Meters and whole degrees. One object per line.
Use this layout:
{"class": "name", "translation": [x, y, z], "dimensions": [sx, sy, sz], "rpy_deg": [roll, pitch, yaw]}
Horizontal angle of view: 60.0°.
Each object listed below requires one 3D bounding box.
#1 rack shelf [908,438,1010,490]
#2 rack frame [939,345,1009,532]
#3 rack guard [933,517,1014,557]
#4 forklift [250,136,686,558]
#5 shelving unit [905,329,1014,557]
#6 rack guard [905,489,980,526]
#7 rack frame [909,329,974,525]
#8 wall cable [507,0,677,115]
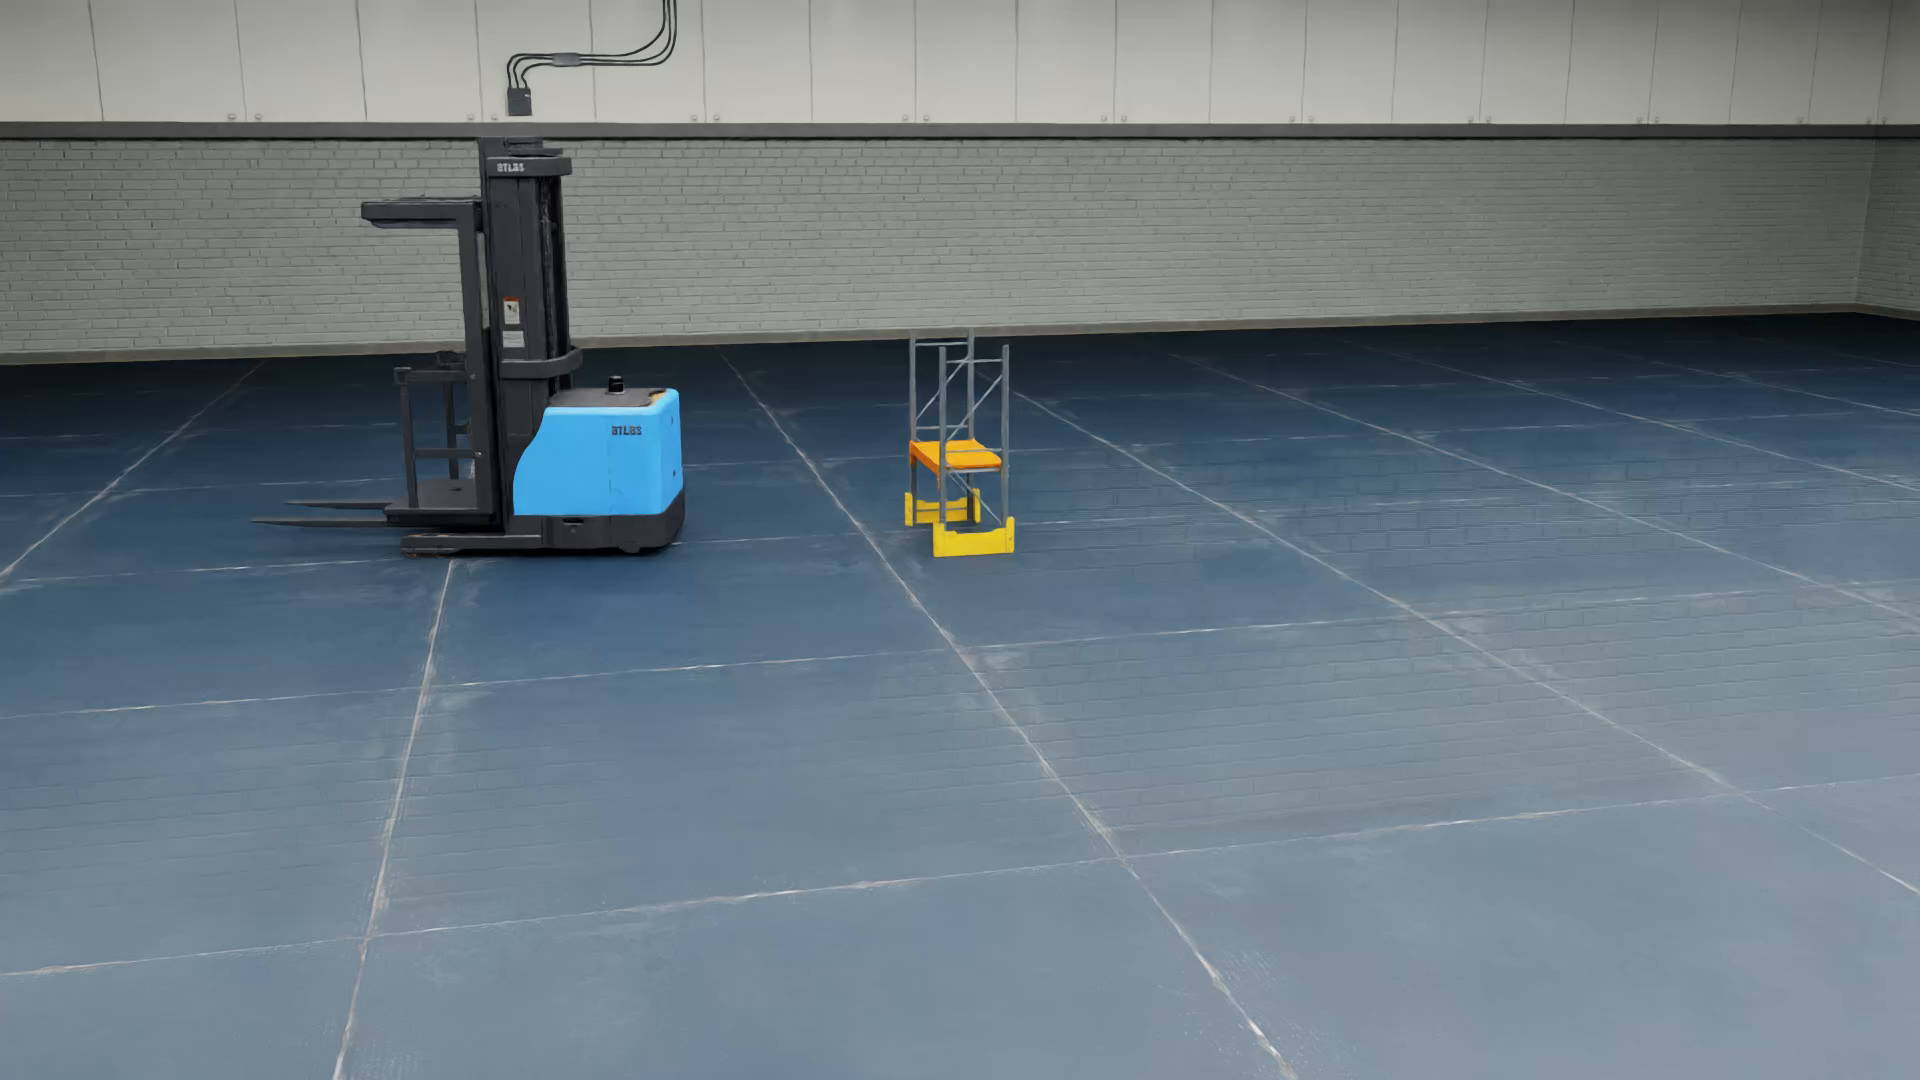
{"class": "rack shelf", "translation": [-0.020, -0.574, 12.372], "dimensions": [0.538, 0.185, 1.000], "rpy_deg": [-3, 14, -13]}
{"class": "rack frame", "translation": [0.099, -0.631, 11.850], "dimensions": [0.500, 1.500, 0.032], "rpy_deg": [-3, 14, -13]}
{"class": "rack guard", "translation": [0.099, -0.024, 11.999], "dimensions": [0.587, 0.250, 0.087], "rpy_deg": [-3, 14, -13]}
{"class": "forklift", "translation": [-3.631, -1.423, 12.076], "dimensions": [3.031, 2.935, 1.130], "rpy_deg": [0, 14, 0]}
{"class": "shelving unit", "translation": [-0.018, -0.746, 12.321], "dimensions": [0.587, 1.500, 1.083], "rpy_deg": [-3, 14, -13]}
{"class": "rack guard", "translation": [-0.135, -0.254, 12.940], "dimensions": [0.587, 0.250, 0.087], "rpy_deg": [-3, 14, -13]}
{"class": "rack frame", "translation": [-0.139, -0.866, 12.810], "dimensions": [0.500, 1.500, 0.032], "rpy_deg": [-3, 14, -13]}
{"class": "wall cable", "translation": [-4.993, -8.744, 22.090], "dimensions": [2.305, 6.003, 0.169], "rpy_deg": [-3, 14, -13]}
